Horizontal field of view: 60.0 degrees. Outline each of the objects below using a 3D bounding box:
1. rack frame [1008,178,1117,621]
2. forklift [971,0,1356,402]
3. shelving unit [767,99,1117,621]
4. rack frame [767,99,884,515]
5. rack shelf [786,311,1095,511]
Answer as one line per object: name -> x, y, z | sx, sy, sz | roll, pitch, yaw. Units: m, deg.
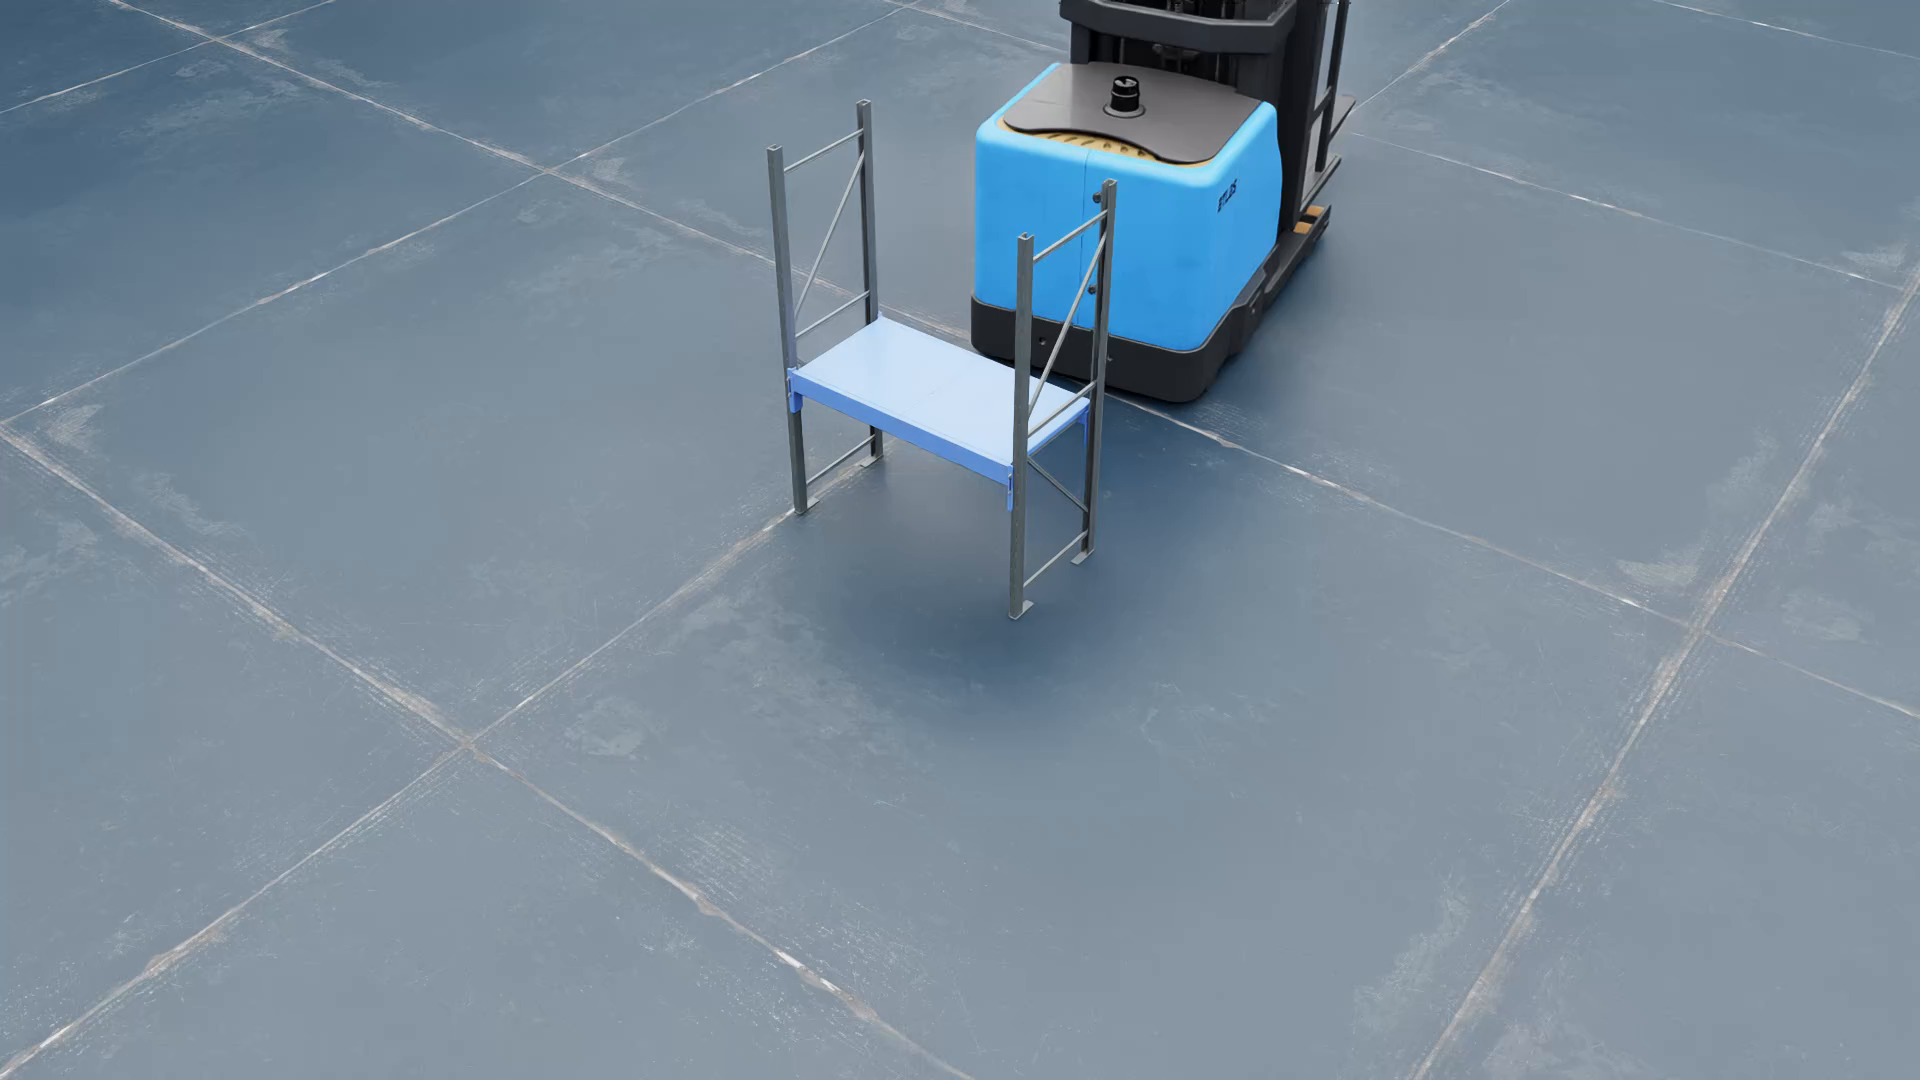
rack frame -> 0.336, -0.432, 5.585 | 0.032, 1.500, 0.500 | 25, 45, 29
forklift -> 1.154, -2.623, 7.222 | 1.130, 2.935, 3.031 | 17, 41, 20
shelving unit -> -0.068, -0.622, 5.828 | 1.048, 1.500, 0.538 | 25, 45, 29
rack frame -> -0.472, -0.813, 6.072 | 0.032, 1.500, 0.500 | 25, 45, 29
rack shelf -> -0.068, -0.481, 5.939 | 1.000, 0.185, 0.538 | 25, 45, 29
